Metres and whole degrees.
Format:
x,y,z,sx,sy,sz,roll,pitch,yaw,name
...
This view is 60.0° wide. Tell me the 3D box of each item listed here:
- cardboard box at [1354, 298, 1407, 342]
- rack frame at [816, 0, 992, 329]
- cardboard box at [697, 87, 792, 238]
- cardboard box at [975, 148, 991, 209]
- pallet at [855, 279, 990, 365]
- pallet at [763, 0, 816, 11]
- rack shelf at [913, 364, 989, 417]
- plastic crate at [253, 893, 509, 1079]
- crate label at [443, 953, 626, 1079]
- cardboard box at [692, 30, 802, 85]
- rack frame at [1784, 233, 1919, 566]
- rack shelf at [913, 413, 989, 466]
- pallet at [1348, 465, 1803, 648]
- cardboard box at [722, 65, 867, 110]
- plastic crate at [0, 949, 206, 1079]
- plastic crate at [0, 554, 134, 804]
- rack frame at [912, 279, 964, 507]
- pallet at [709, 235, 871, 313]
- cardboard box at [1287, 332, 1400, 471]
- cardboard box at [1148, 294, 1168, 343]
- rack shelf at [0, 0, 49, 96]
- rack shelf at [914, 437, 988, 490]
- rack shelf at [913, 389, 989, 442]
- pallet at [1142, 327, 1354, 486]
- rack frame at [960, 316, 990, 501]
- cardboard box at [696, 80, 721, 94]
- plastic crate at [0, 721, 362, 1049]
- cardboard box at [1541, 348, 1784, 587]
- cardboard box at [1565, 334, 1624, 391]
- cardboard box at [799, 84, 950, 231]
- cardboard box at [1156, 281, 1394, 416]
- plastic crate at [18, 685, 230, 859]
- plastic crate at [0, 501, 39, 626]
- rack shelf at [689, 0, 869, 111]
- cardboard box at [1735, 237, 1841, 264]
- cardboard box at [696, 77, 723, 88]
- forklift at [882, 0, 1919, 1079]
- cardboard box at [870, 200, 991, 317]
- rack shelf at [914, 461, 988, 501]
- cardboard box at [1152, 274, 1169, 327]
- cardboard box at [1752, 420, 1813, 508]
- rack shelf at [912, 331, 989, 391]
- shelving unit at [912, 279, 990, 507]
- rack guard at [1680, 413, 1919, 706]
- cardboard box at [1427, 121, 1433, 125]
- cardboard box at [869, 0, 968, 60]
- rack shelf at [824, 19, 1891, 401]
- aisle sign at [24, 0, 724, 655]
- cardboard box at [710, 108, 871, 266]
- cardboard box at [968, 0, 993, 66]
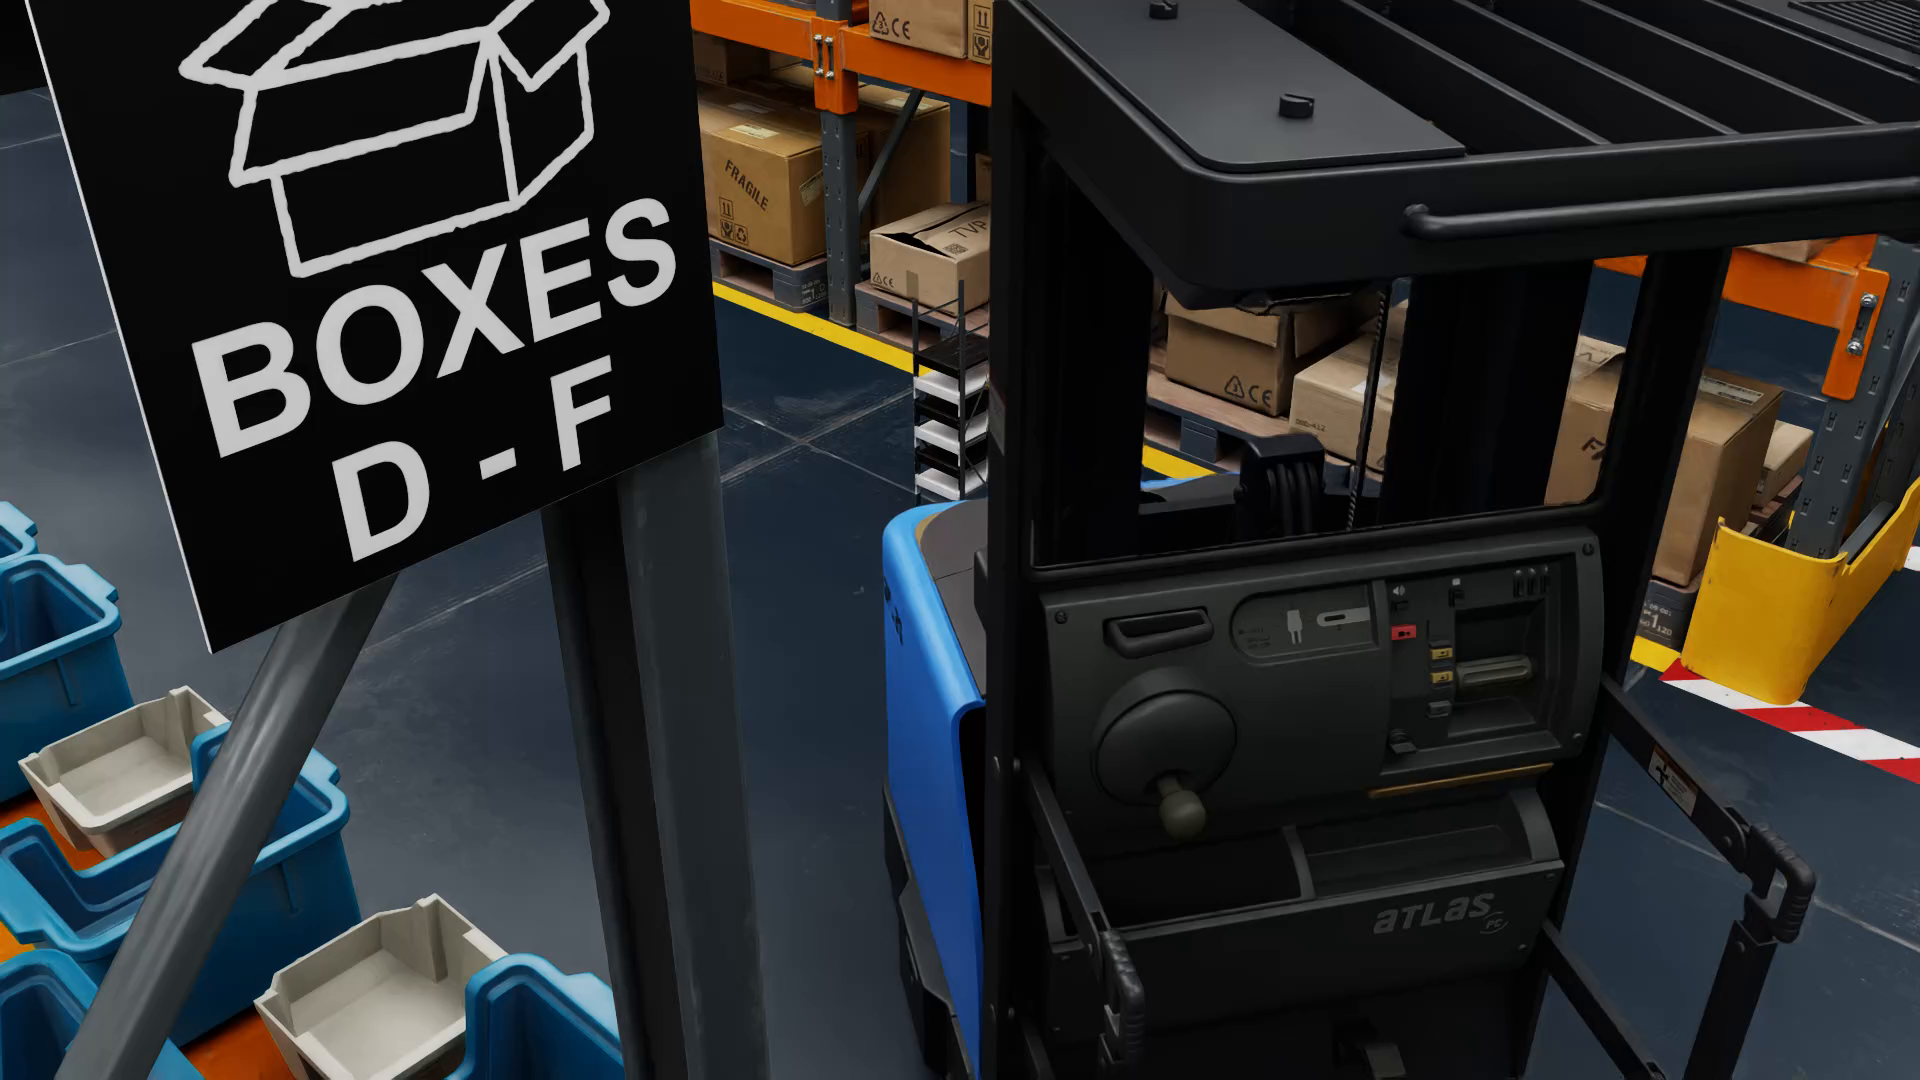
x,y,z,sx,sy,sz,roll,pitch,yaw,name
1.813,-0.690,6.227,0.500,0.250,0.500,25,39,35,cardboard box
-0.199,-2.421,6.863,0.127,3.000,1.000,25,39,35,rack frame
-1.118,-1.774,7.786,0.500,0.500,0.500,25,39,35,cardboard box
0.414,-1.450,7.247,0.500,0.500,0.500,25,39,35,cardboard box
0.310,-0.988,7.187,1.213,0.211,1.003,25,39,35,pallet
-0.718,-2.657,7.441,1.213,0.211,1.003,25,39,35,pallet
0.006,-0.508,5.438,0.200,0.077,0.258,25,39,35,rack shelf
-0.704,0.590,2.060,0.298,0.136,0.250,25,39,35,plastic crate
-0.522,0.691,1.798,0.303,0.233,0.416,25,39,35,crate label
-1.135,-2.466,8.209,0.500,0.250,0.500,25,39,35,cardboard box
2.767,-1.037,4.564,0.127,3.000,1.000,25,39,35,rack frame
0.006,-0.354,5.530,0.200,0.077,0.258,25,39,35,rack shelf
2.119,-0.144,5.784,1.213,0.211,1.003,25,39,35,pallet
-0.797,-1.979,8.127,0.500,0.500,0.500,26,39,36,cardboard box
-0.933,0.771,1.469,0.499,0.435,0.616,25,39,35,plastic crate
-1.498,0.235,2.555,0.300,0.233,0.416,25,39,35,plastic crate
-0.069,-0.418,5.572,0.006,0.900,0.240,25,39,35,rack frame
-0.827,-1.493,8.026,1.213,0.211,1.003,25,39,35,pallet
1.514,-0.481,5.881,0.500,0.250,0.500,25,39,35,cardboard box
0.615,-0.872,6.611,0.250,0.166,0.380,25,39,35,cardboard box
-2.042,-0.813,1.981,4.000,0.370,1.077,25,39,35,rack shelf
0.006,-0.277,5.577,0.200,0.077,0.258,25,39,35,rack shelf
0.006,-0.431,5.484,0.200,0.077,0.258,25,39,35,rack shelf
1.219,-0.566,6.486,1.213,0.211,1.003,25,39,35,pallet
0.081,-0.348,5.455,0.006,0.900,0.240,25,39,35,rack frame
-1.489,-1.948,8.074,0.500,0.500,0.500,26,39,36,cardboard box
-1.010,0.463,2.176,0.300,0.233,0.416,25,39,35,plastic crate
2.199,-0.248,5.251,0.500,0.500,0.500,25,39,35,cardboard box
2.184,-0.517,5.939,0.500,0.250,0.500,25,39,35,cardboard box
-0.394,-1.799,7.827,0.500,0.500,0.500,23,38,33,cardboard box
1.198,-0.892,6.317,0.637,0.503,0.797,25,39,35,cardboard box
-1.207,0.355,2.450,0.298,0.136,0.250,25,39,35,plastic crate
-1.720,0.131,2.728,0.300,0.233,0.416,25,39,35,plastic crate
-1.681,-2.805,8.198,4.000,0.370,1.077,25,39,35,rack shelf
2.252,-1.130,4.622,0.500,0.500,0.500,26,40,36,cardboard box
-1.162,-2.155,8.419,0.500,0.500,0.500,26,39,36,cardboard box
0.637,0.275,2.451,1.130,2.935,3.031,-7,32,-11,forklift
-0.033,-1.229,7.064,0.500,0.311,0.500,25,39,35,cardboard box
0.006,-0.200,5.623,0.200,0.077,0.258,25,39,35,rack shelf
0.970,-1.109,6.865,0.500,0.311,0.500,25,39,35,cardboard box
2.687,-0.280,5.644,0.250,0.149,0.380,25,39,35,cardboard box
0.006,-0.585,5.391,0.200,0.077,0.258,25,39,35,rack shelf
0.006,-0.383,5.513,0.210,0.900,0.258,25,39,35,shelving unit
2.711,0.008,5.252,0.348,0.500,1.175,25,39,35,rack guard
1.499,-1.483,5.209,0.500,0.500,0.500,25,39,35,cardboard box
-0.004,-2.183,6.371,0.500,0.500,0.500,26,40,36,cardboard box
1.284,-1.421,5.899,4.000,0.370,1.077,25,39,35,rack shelf
-0.307,-0.346,0.896,0.004,0.787,0.394,25,39,35,aisle sign
-0.757,-1.600,7.496,0.500,0.500,0.500,25,39,35,cardboard box
0.378,-2.007,6.079,0.500,0.500,0.500,26,40,36,cardboard box
